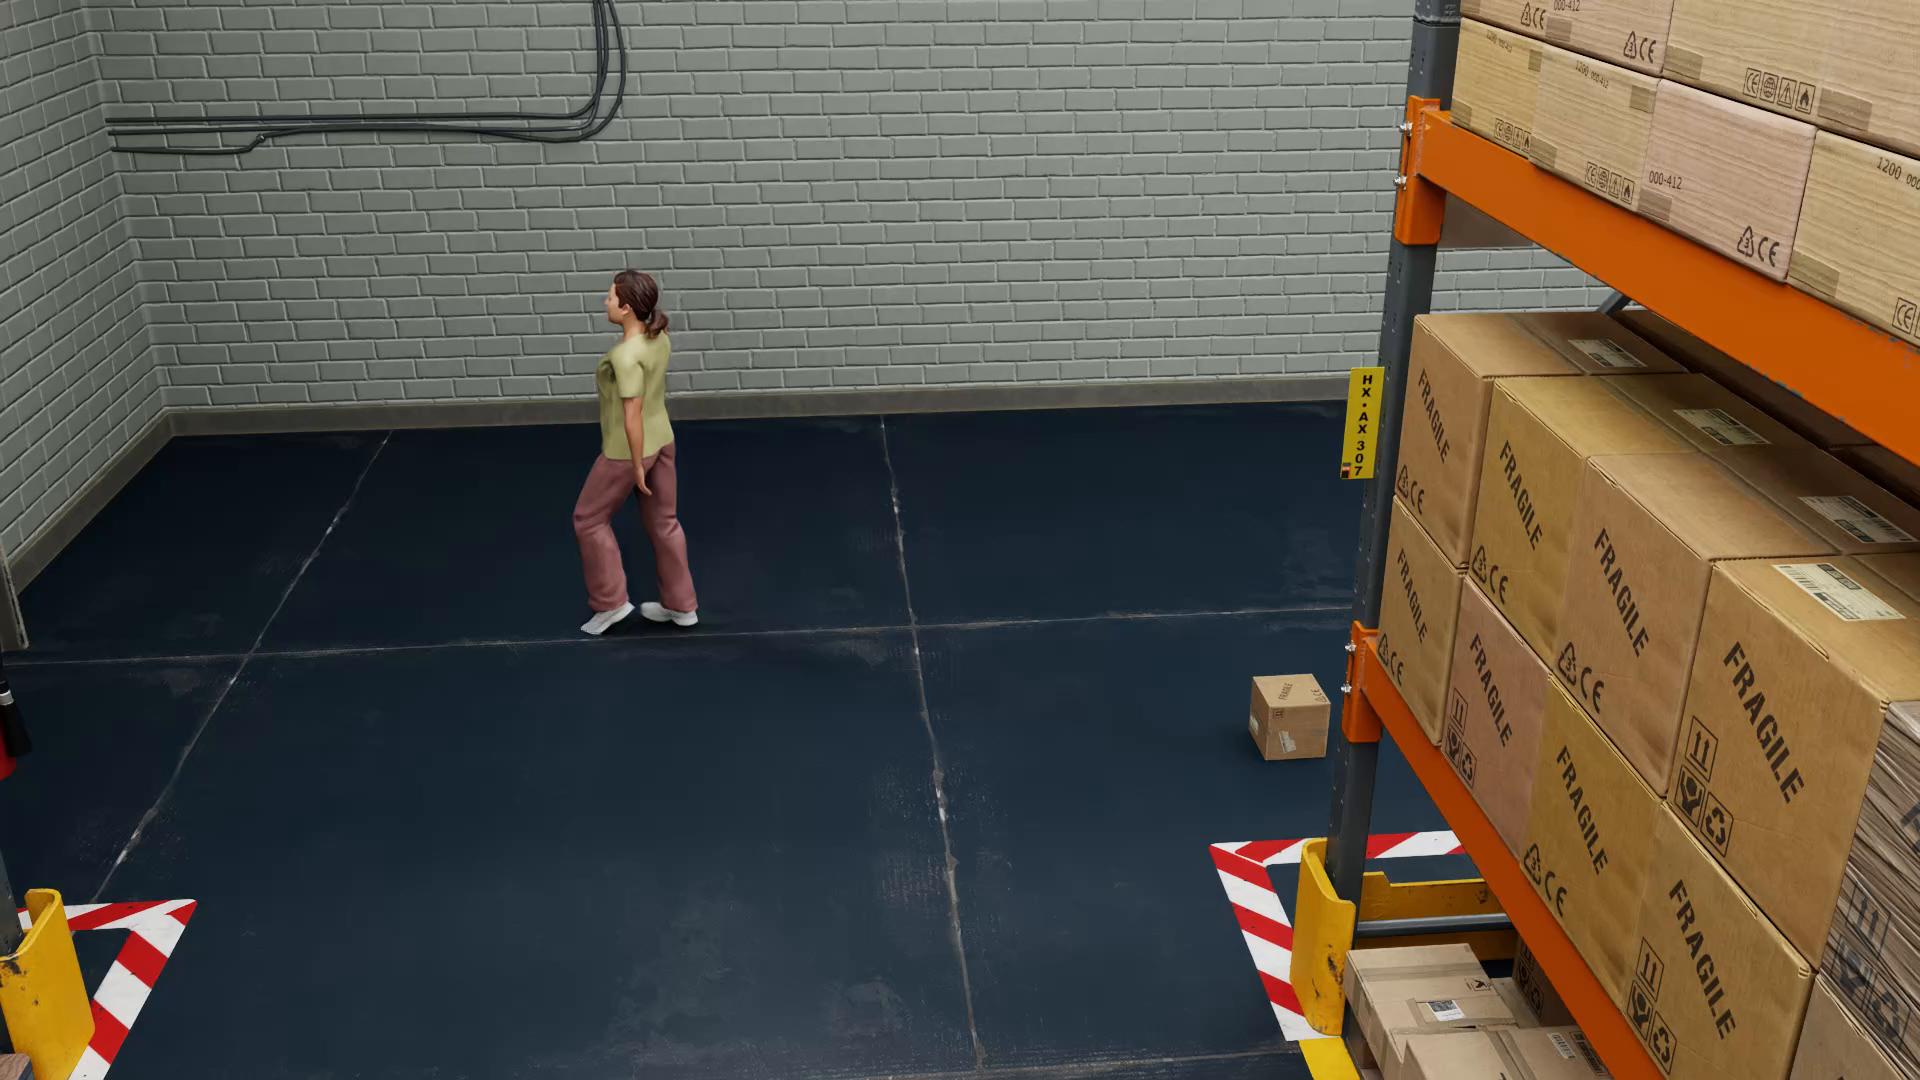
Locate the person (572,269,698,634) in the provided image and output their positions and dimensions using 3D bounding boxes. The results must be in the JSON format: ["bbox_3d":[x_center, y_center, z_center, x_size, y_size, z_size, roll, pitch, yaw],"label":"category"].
[{"bbox_3d":[-1.463,-0.366,7.462,0.535,1.722,0.444,10,26,21],"label":"person"}]
